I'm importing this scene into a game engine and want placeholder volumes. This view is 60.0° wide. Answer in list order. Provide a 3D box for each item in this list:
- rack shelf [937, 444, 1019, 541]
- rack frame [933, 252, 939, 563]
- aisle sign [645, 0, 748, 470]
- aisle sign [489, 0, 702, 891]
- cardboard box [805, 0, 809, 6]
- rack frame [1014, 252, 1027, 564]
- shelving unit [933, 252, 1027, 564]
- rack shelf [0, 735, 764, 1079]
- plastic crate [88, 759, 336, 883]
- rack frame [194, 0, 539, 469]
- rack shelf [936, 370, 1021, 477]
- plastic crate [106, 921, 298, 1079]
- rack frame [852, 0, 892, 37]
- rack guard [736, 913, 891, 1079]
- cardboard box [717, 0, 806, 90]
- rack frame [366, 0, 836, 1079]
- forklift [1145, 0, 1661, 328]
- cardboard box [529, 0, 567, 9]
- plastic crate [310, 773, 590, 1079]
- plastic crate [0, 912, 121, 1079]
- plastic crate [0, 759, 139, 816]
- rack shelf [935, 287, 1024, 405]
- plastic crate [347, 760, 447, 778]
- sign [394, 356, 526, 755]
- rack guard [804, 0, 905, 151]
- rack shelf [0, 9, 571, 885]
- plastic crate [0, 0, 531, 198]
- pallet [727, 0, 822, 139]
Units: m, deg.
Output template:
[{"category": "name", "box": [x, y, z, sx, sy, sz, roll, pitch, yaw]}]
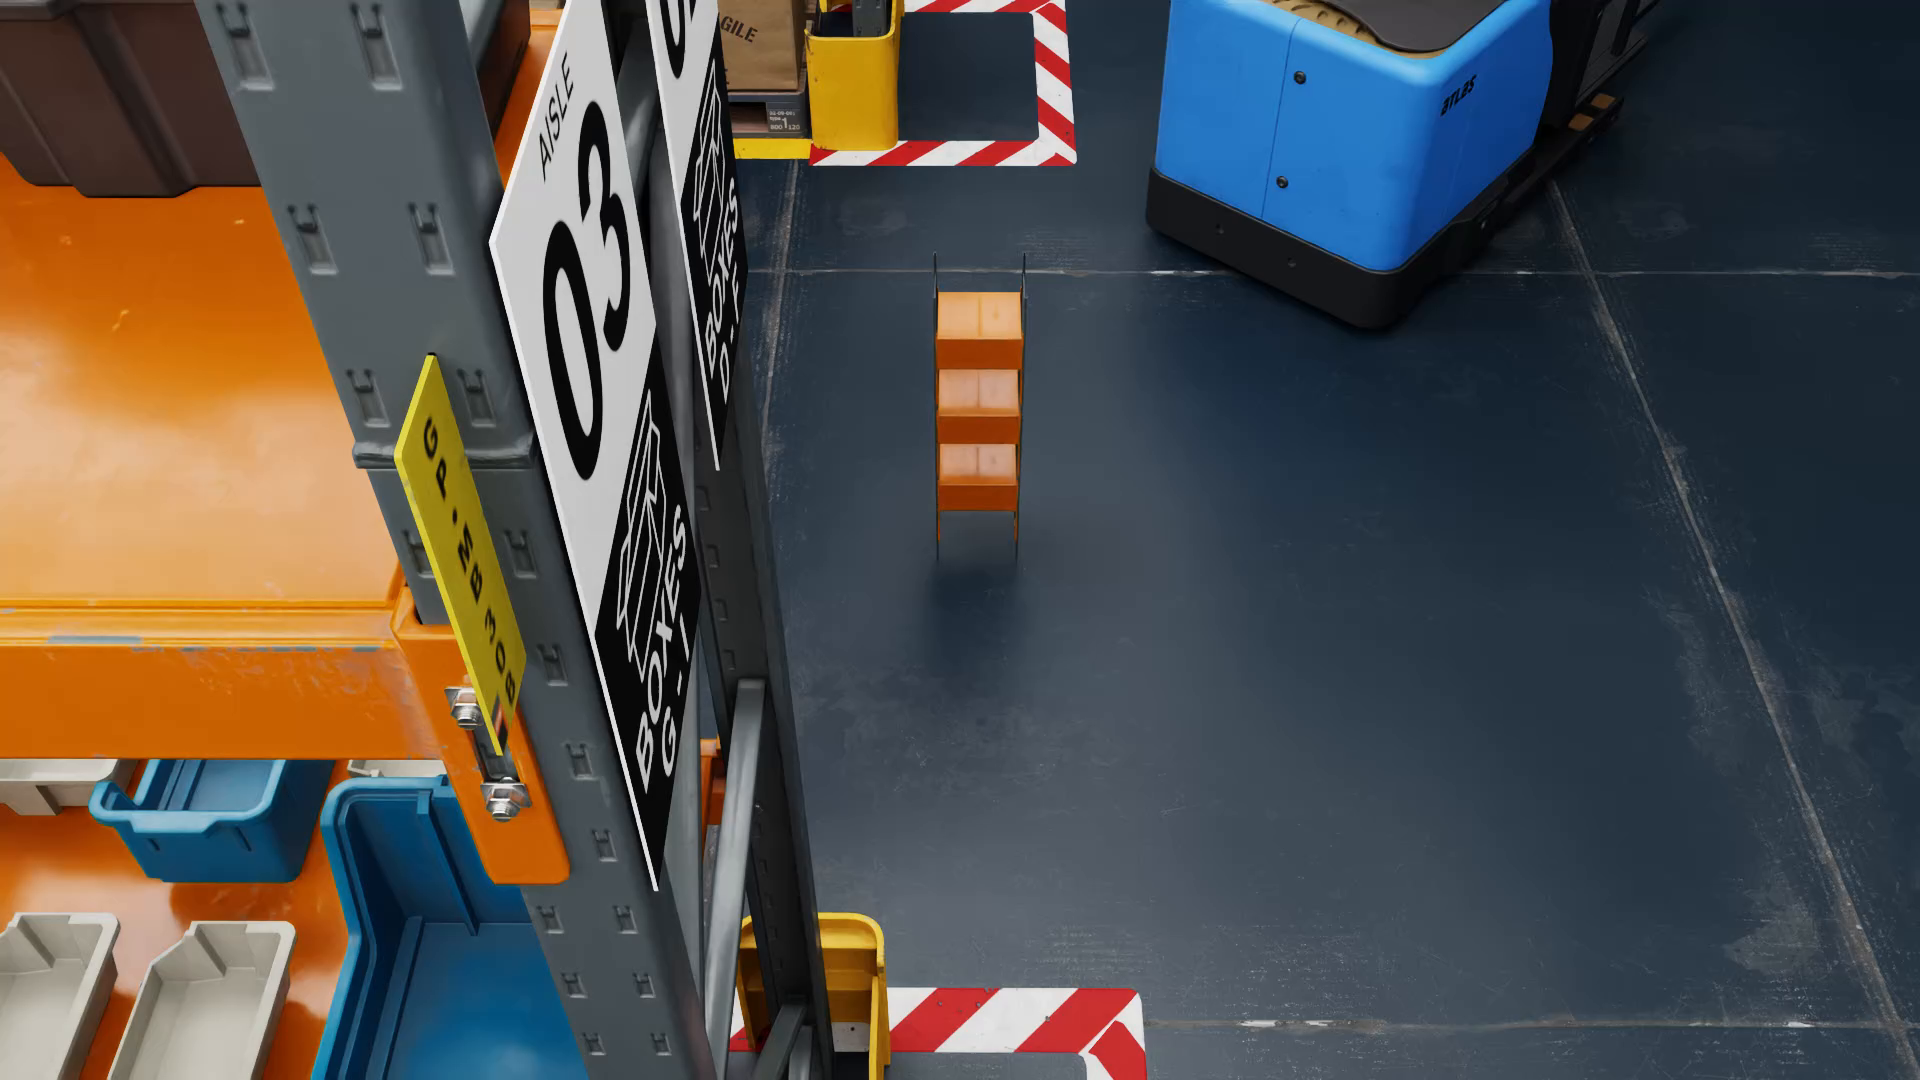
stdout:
[{"category": "rack shelf", "box": [0.054, -0.161, 5.077, 0.240, 0.259, 0.215, 0, 47, 0]}, {"category": "rack frame", "box": [-0.068, -0.358, 4.866, 0.008, 1.050, 0.200, 0, 47, 0]}, {"category": "aisle sign", "box": [-0.297, -0.498, 1.888, 0.004, 0.787, 0.394, 0, 47, 0]}, {"category": "aisle sign", "box": [-0.299, -0.066, 1.486, 0.004, 0.787, 0.394, 0, 47, 0]}, {"category": "cardboard box", "box": [-0.765, -2.452, 7.130, 0.250, 0.149, 0.380, 0, 47, 0]}, {"category": "rack frame", "box": [0.176, -0.357, 4.865, 0.008, 1.050, 0.200, 0, 47, 0]}, {"category": "shelving unit", "box": [0.054, -0.358, 4.866, 0.252, 1.050, 0.215, 0, 47, 0]}, {"category": "rack shelf", "box": [-2.370, 0.845, 2.906, 4.000, 0.370, 1.077, 0, 47, 0]}, {"category": "plastic crate", "box": [-1.274, 0.398, 2.904, 0.300, 0.233, 0.416, 0, 47, 0]}, {"category": "rack frame", "box": [-0.370, -1.439, 0.442, 0.127, 3.000, 1.000, 0, 47, 0]}, {"category": "rack shelf", "box": [0.054, -0.350, 4.873, 0.240, 0.259, 0.215, 0, 47, 0]}, {"category": "plastic crate", "box": [-1.186, 0.805, 2.591, 0.243, 0.136, 0.396, 0, 47, 0]}, {"category": "rack frame", "box": [-0.348, -3.021, 6.013, 0.127, 3.000, 1.000, 0, 47, 0]}, {"category": "rack guard", "box": [-0.346, 1.447, 3.562, 0.348, 0.500, 1.175, 0, 47, 0]}, {"category": "cardboard box", "box": [-0.892, -2.140, 6.600, 0.500, 0.500, 0.500, 0, 47, 0]}, {"category": "rack frame", "box": [-0.370, 0.605, 2.638, 0.127, 3.000, 1.000, 0, 47, 0]}, {"category": "forklift", "box": [2.037, -2.755, 5.812, 1.130, 2.935, 3.031, 32, 55, 26]}, {"category": "cardboard box", "box": [-1.842, -2.080, 6.714, 0.500, 0.250, 0.500, 0, 47, 0]}, {"category": "plastic crate", "box": [-0.705, 0.708, 2.476, 0.499, 0.435, 0.616, 0, 47, 0]}, {"category": "plastic crate", "box": [-1.476, 0.793, 2.602, 0.243, 0.136, 0.396, 0, 47, 0]}, {"category": "plastic crate", "box": [-1.614, 0.369, 2.996, 0.298, 0.136, 0.250, 0, 47, 0]}, {"category": "rack shelf", "box": [0.054, -0.544, 4.666, 0.240, 0.259, 0.215, 0, 47, 0]}, {"category": "plastic crate", "box": [-0.936, 0.371, 2.994, 0.298, 0.136, 0.250, 0, 47, 0]}, {"category": "sign", "box": [-0.356, 0.021, 1.203, 0.005, 0.325, 0.100, 0, 47, 0]}, {"category": "rack guard", "box": [-0.424, -2.169, 6.928, 0.348, 0.500, 1.175, 0, 47, 0]}, {"category": "rack shelf", "box": [-2.370, -0.177, 1.808, 4.000, 0.370, 1.077, 0, 47, 0]}, {"category": "plastic crate", "box": [-0.754, -0.578, 1.779, 0.590, 0.269, 0.497, 0, 47, 0]}, {"category": "pallet", "box": [-1.221, -2.072, 7.035, 1.213, 0.211, 1.003, 0, 47, 0]}]
